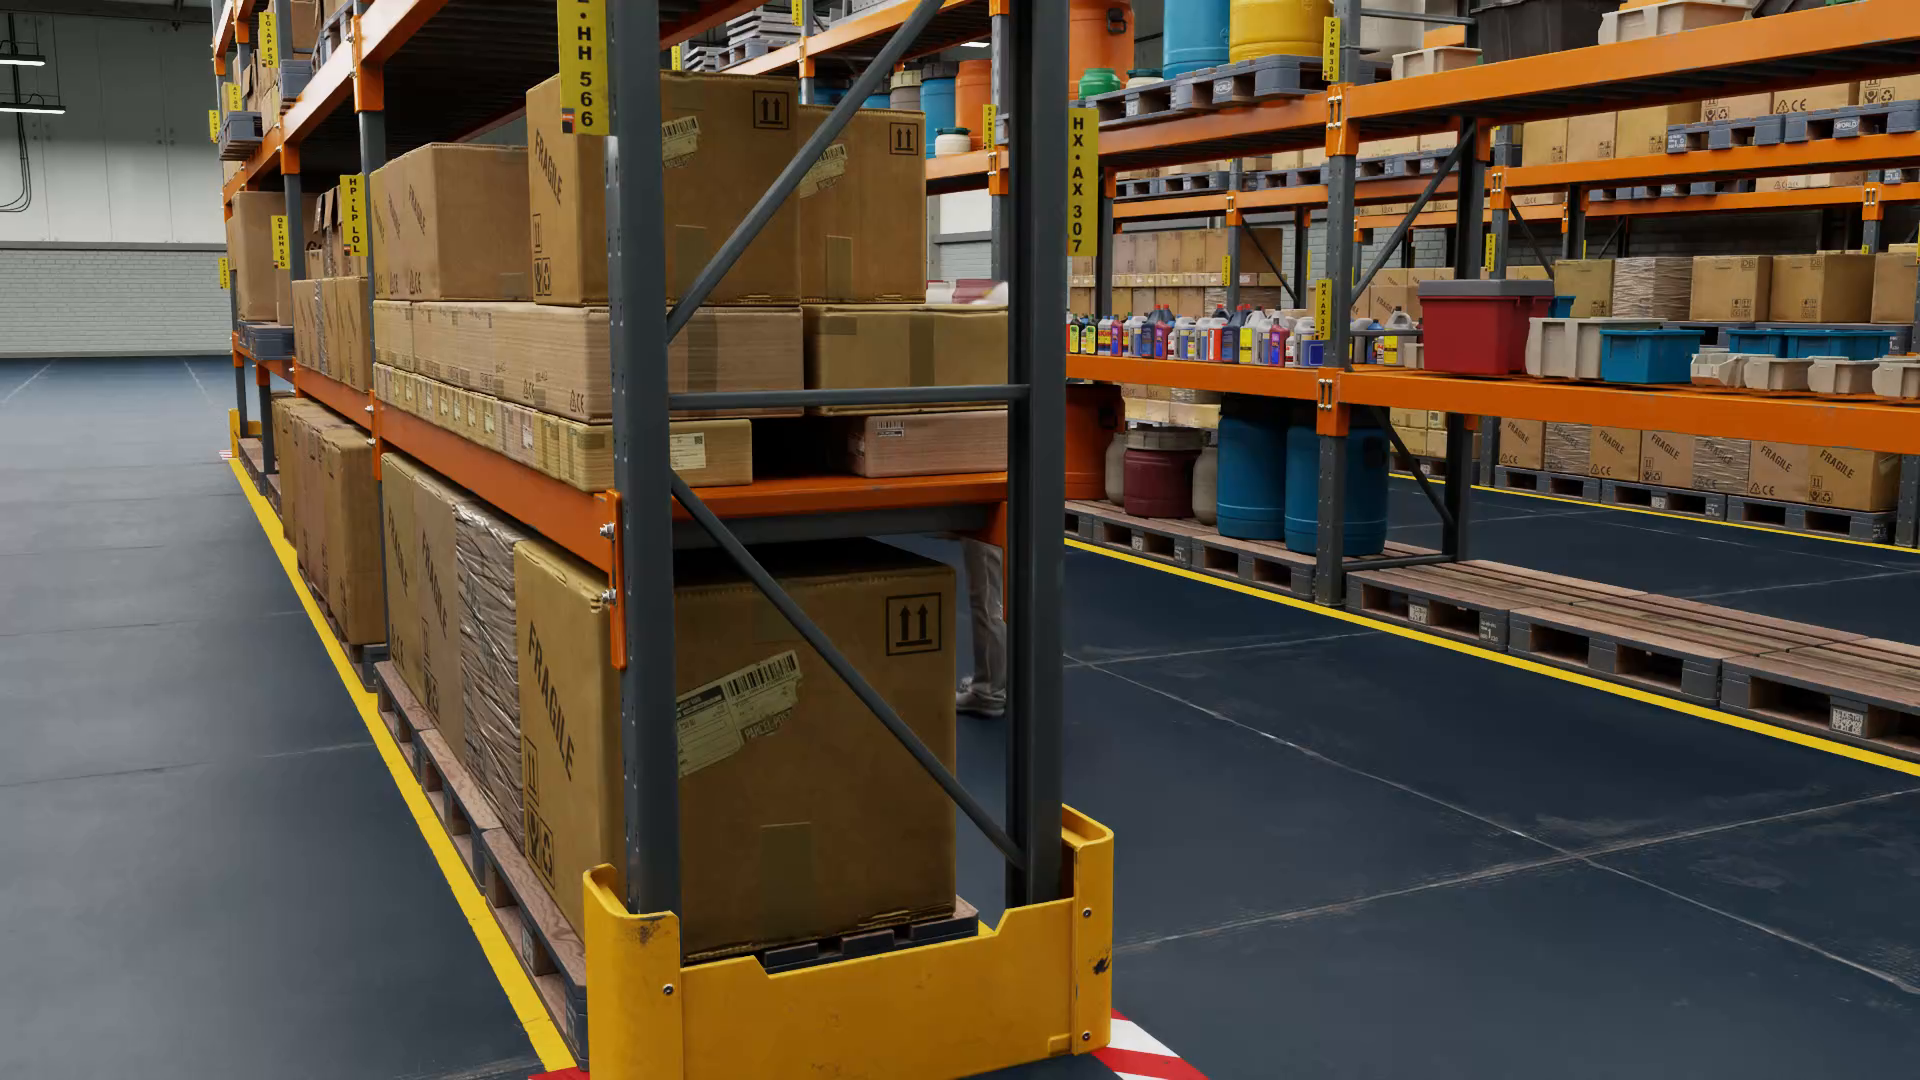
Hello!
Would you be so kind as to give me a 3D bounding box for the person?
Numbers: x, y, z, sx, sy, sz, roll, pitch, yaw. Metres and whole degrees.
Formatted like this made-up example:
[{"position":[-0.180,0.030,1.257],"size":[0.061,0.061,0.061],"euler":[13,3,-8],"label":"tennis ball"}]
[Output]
[{"position":[0.112,-0.169,6.834],"size":[0.509,1.775,0.597],"euler":[3,9,19],"label":"person"}]
